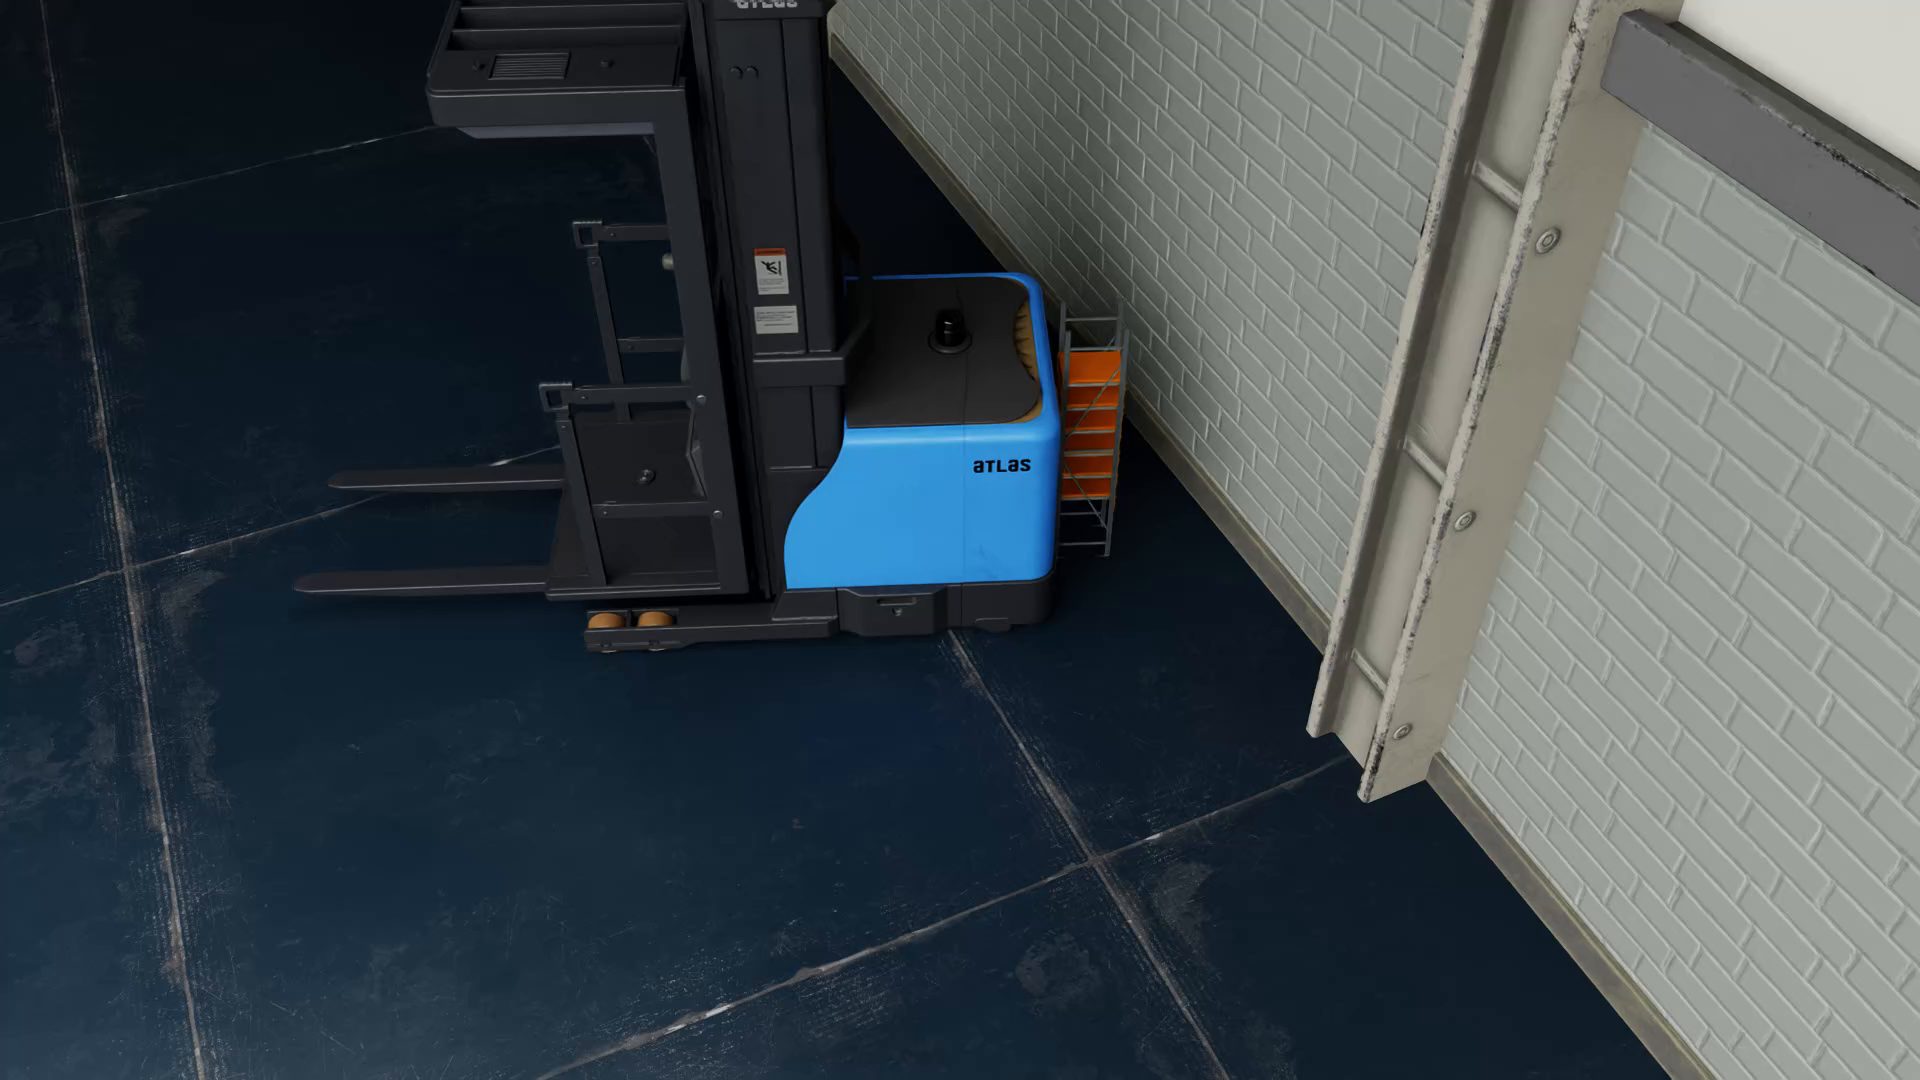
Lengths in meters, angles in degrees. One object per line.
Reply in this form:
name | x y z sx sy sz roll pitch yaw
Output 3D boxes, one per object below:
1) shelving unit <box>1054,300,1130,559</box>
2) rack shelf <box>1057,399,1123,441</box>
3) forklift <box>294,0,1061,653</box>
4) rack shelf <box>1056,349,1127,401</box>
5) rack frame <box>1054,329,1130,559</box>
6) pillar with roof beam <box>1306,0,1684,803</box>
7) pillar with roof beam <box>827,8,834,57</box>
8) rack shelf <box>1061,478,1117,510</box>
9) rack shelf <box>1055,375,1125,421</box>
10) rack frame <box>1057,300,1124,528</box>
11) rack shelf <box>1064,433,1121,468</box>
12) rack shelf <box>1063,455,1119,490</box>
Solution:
shelving unit | 0.509 -0.418 6.688 0.258 1.200 0.189 -2 45 -2
rack shelf | 0.509 -0.471 6.635 0.258 0.103 0.180 -2 45 -2
forklift | -1.152 -0.975 6.020 3.031 2.935 1.130 -2 45 -2
rack shelf | 0.509 -0.642 6.466 0.258 0.103 0.180 -2 45 -2
rack frame | 0.514 -0.353 6.623 0.240 1.200 0.006 -2 45 -2
pillar with roof beam | -2.357 -1.130 1.858 9.100 9.000 0.400 -18 47 -17
pillar with roof beam | -4.880 -4.954 5.733 9.100 9.000 0.400 -18 47 -17
rack shelf | 0.509 -0.215 6.888 0.258 0.103 0.180 -2 45 -2
rack shelf | 0.509 -0.557 6.550 0.258 0.103 0.180 -2 45 -2
rack frame | 0.505 -0.482 6.753 0.240 1.200 0.006 -2 45 -2
rack shelf | 0.509 -0.386 6.719 0.258 0.103 0.180 -2 45 -2
rack shelf | 0.509 -0.301 6.803 0.258 0.103 0.180 -2 45 -2
